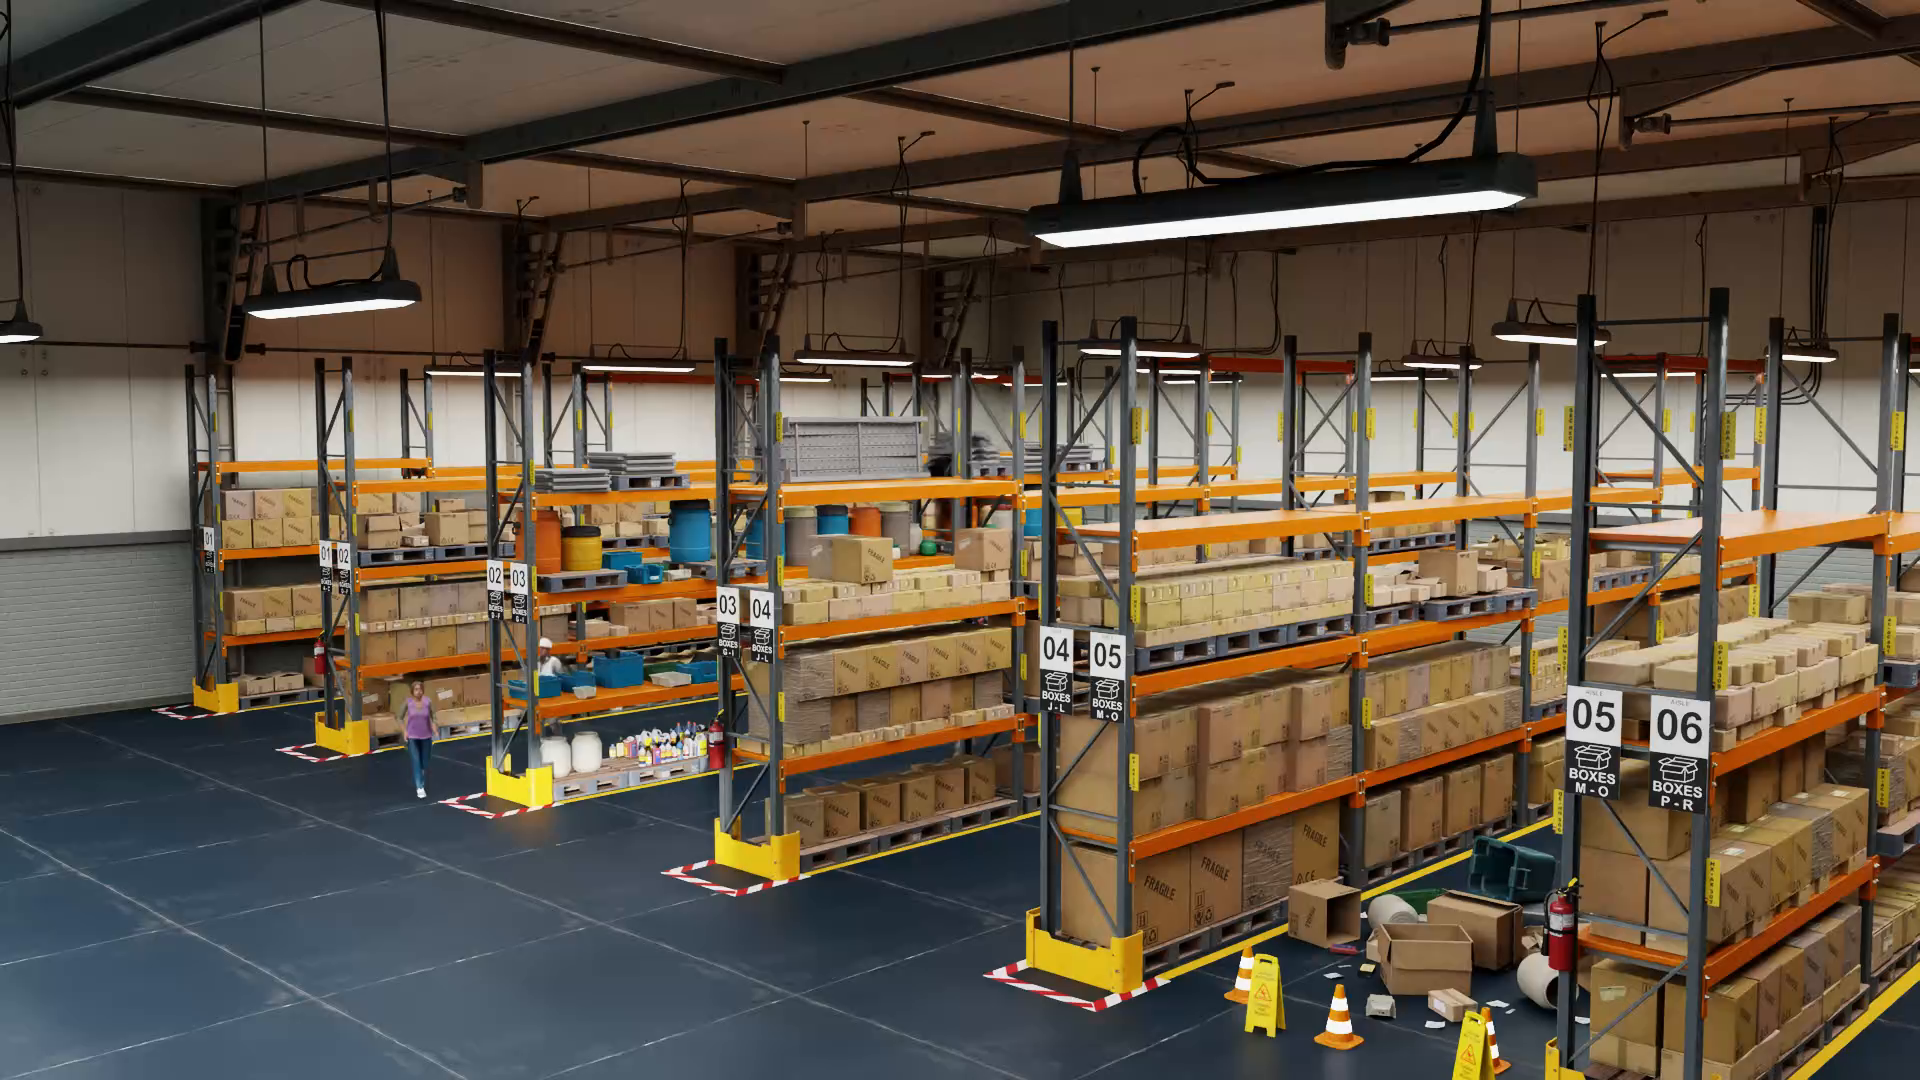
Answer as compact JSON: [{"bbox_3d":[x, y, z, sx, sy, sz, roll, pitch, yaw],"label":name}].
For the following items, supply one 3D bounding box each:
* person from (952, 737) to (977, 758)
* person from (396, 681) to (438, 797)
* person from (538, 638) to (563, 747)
[{"bbox_3d":[0.090,2.416,25.209,0.628,1.703,0.936,2,5,25],"label":"person"},{"bbox_3d":[-7.369,2.672,22.571,0.525,1.562,0.680,-2,5,-25],"label":"person"},{"bbox_3d":[-6.269,2.375,25.138,0.657,1.807,0.796,1,5,14],"label":"person"}]
